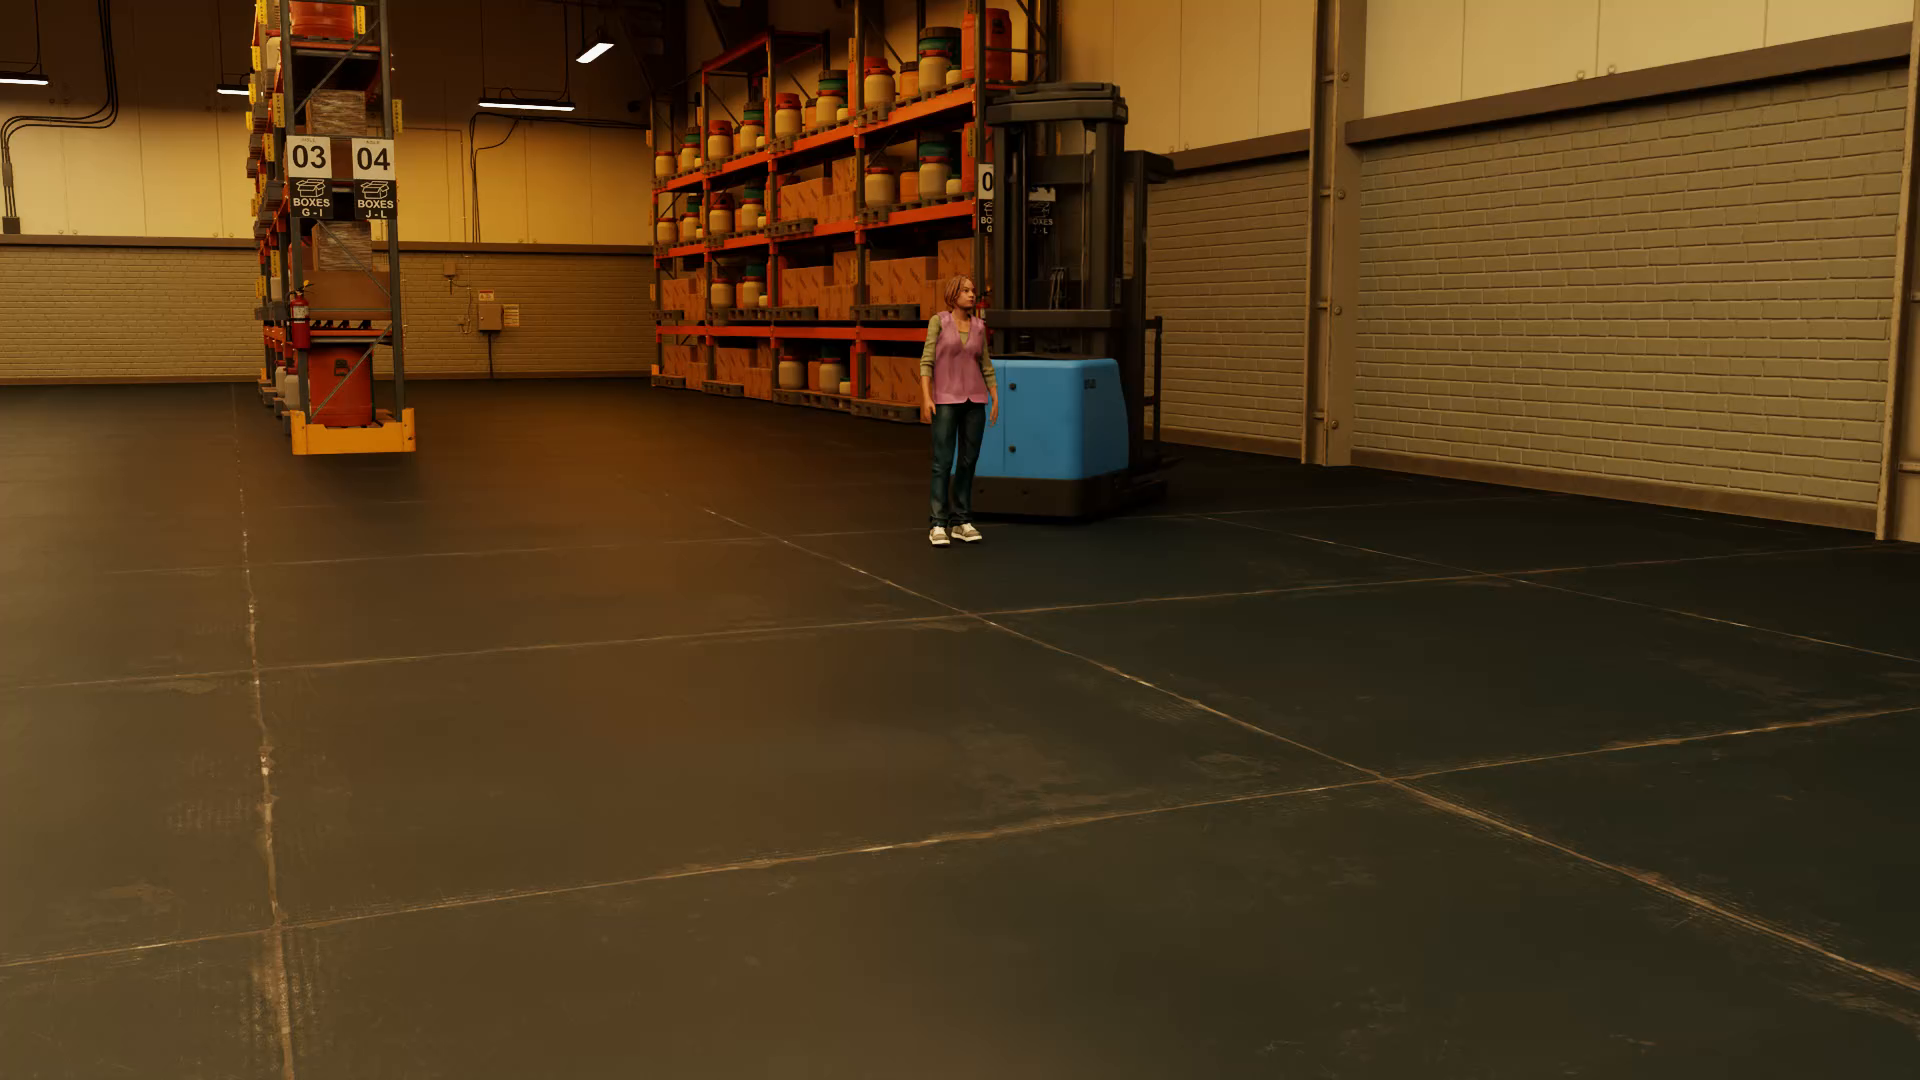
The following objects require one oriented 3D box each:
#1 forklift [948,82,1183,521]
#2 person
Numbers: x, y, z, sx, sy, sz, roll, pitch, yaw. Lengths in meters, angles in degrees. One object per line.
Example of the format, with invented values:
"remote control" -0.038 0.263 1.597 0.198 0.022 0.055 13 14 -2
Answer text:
"forklift" 0.894 -1.735 12.103 1.130 2.935 3.031 3 8 23
"person" 0.017 -0.789 9.976 0.521 1.597 0.474 -3 8 -23
